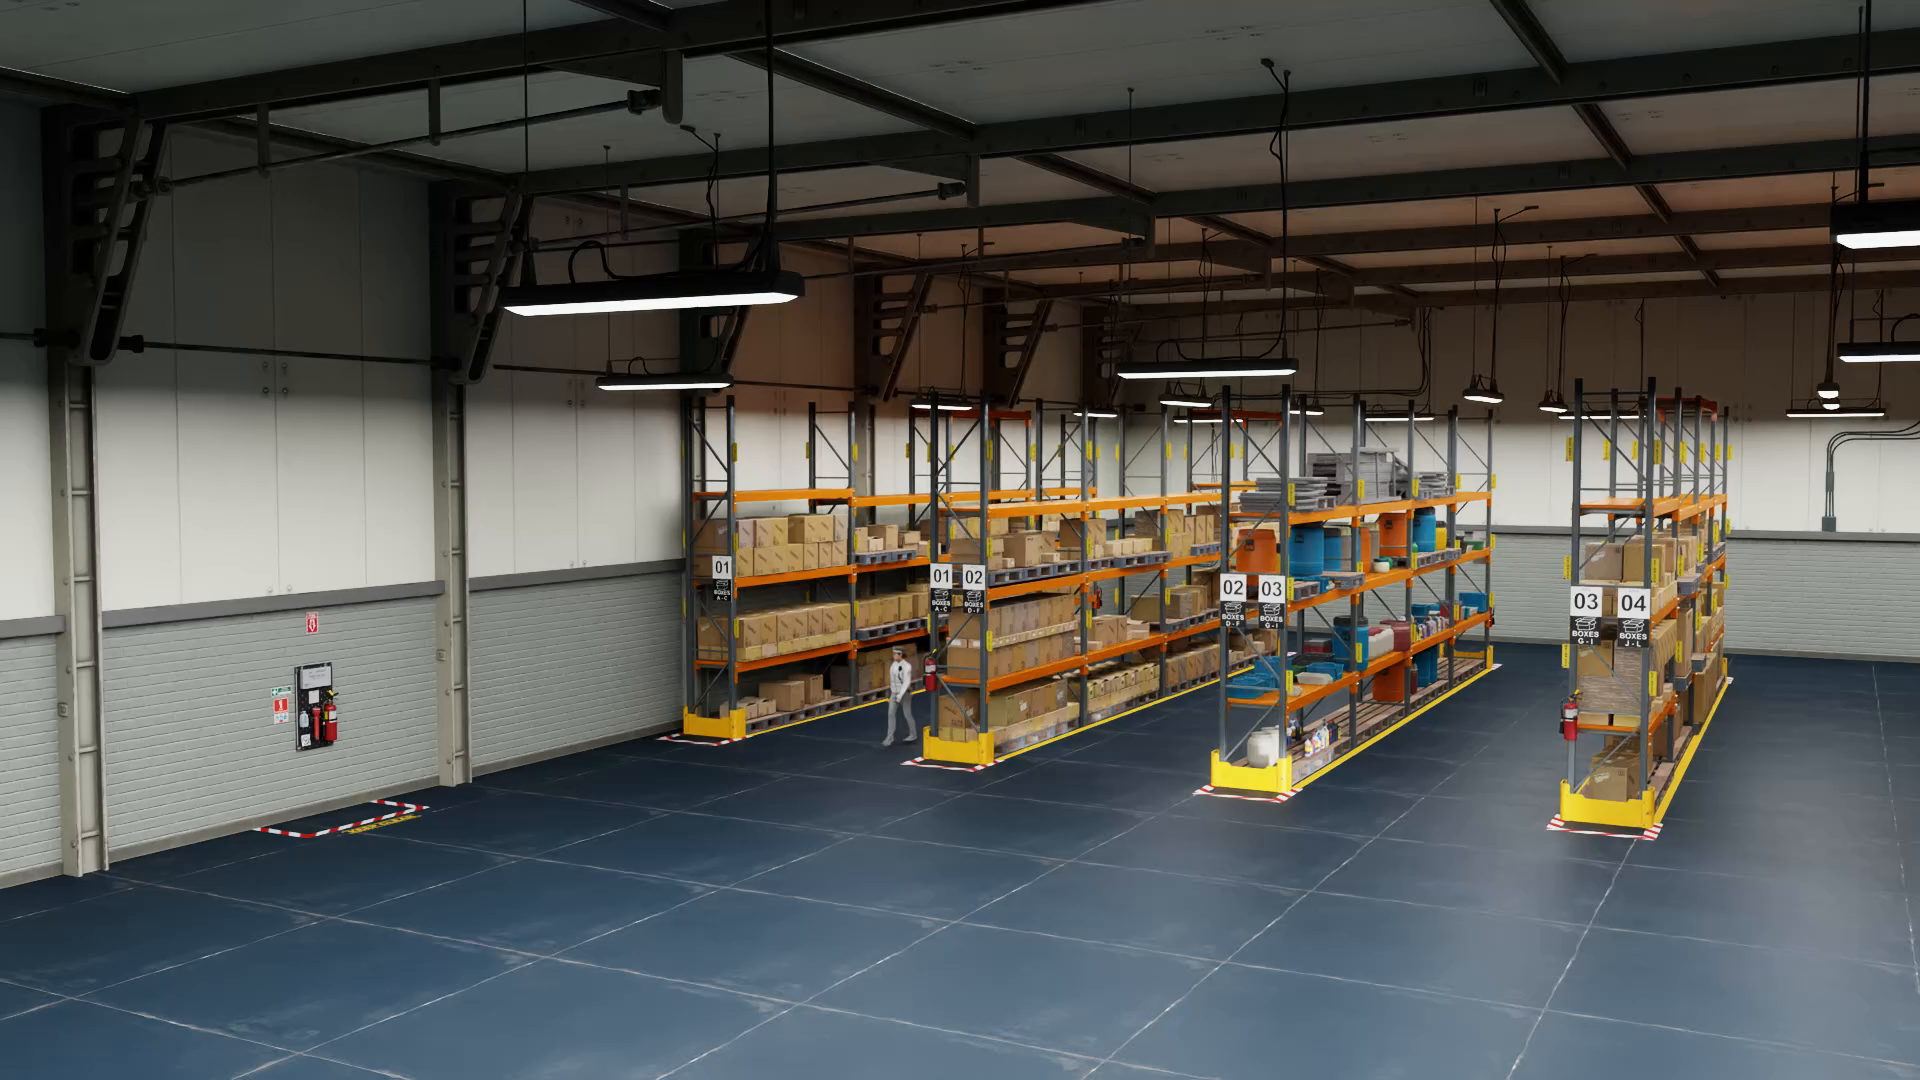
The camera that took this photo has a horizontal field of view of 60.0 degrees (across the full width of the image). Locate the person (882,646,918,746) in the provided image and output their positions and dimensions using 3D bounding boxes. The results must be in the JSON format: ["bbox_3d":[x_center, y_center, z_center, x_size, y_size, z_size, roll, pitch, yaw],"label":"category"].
[{"bbox_3d":[-1.055,2.669,28.608,0.510,1.684,0.780,3,4,40],"label":"person"}]
